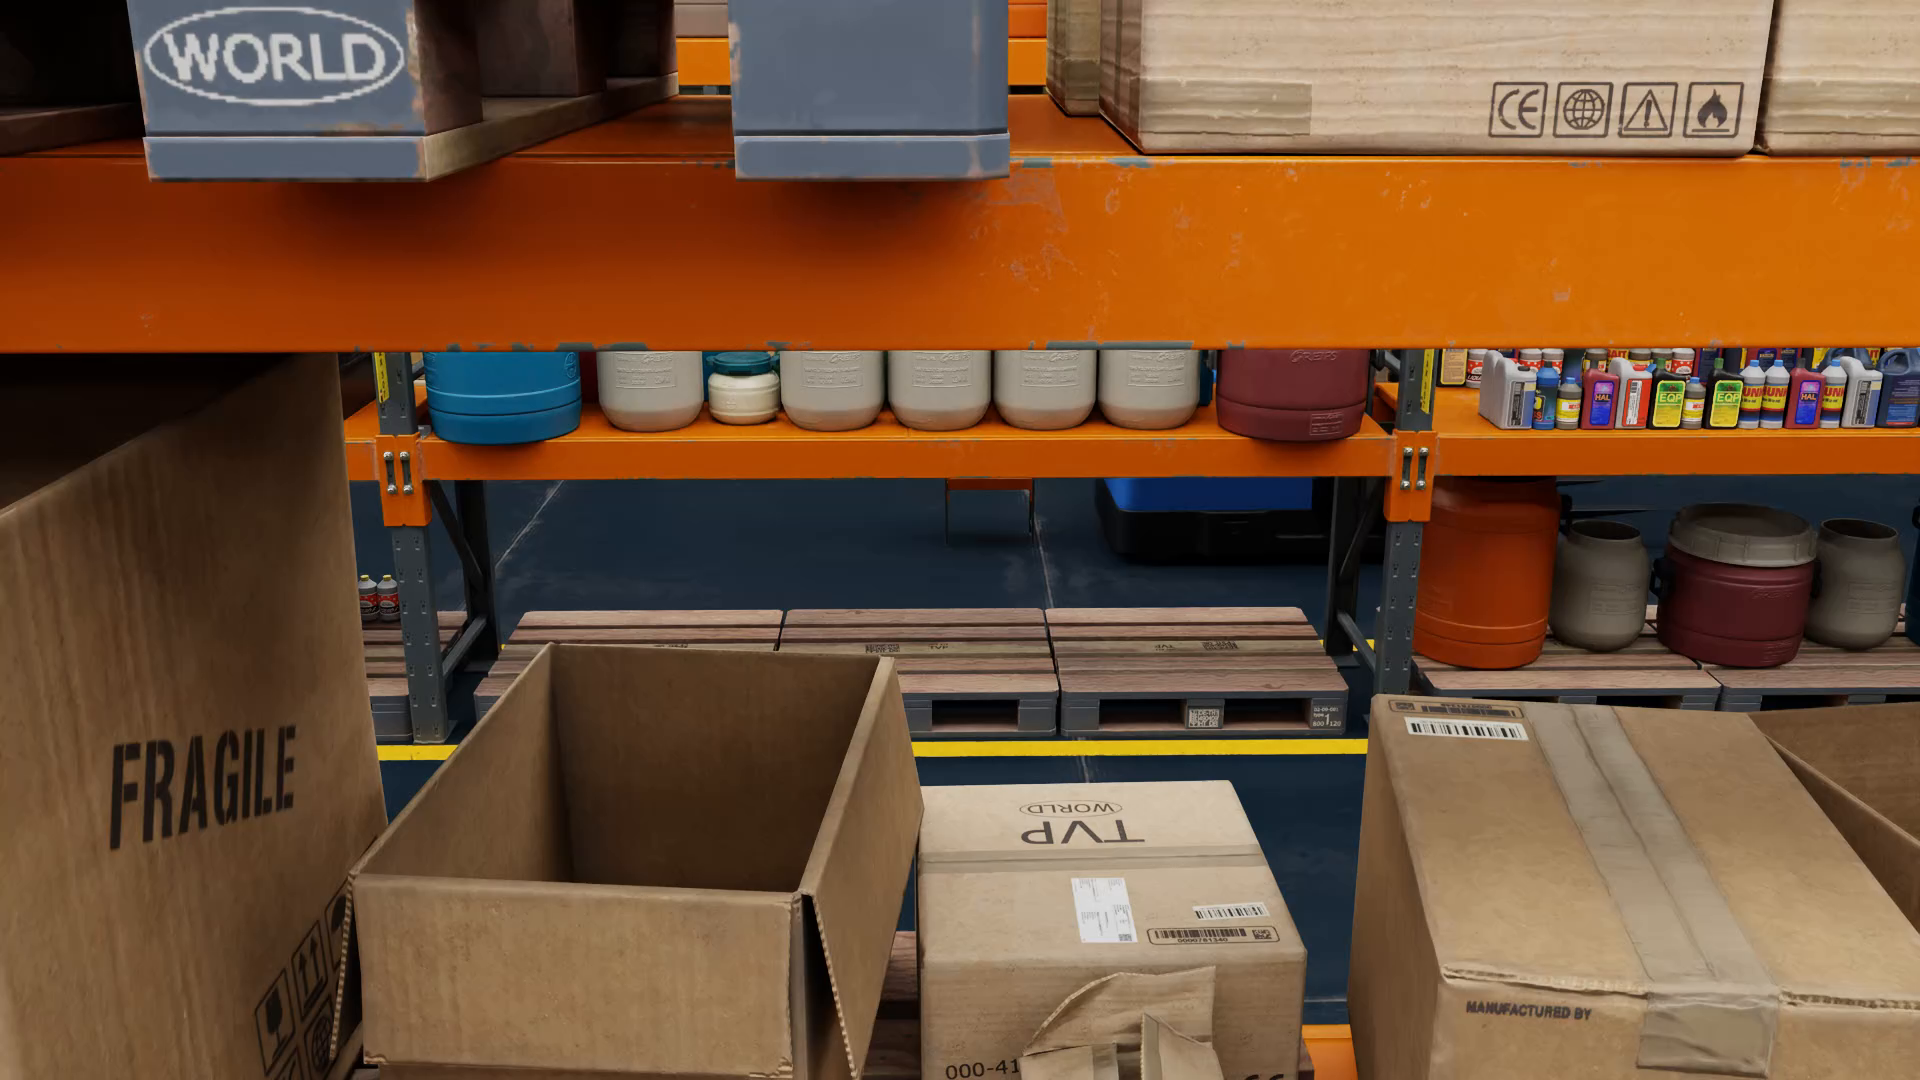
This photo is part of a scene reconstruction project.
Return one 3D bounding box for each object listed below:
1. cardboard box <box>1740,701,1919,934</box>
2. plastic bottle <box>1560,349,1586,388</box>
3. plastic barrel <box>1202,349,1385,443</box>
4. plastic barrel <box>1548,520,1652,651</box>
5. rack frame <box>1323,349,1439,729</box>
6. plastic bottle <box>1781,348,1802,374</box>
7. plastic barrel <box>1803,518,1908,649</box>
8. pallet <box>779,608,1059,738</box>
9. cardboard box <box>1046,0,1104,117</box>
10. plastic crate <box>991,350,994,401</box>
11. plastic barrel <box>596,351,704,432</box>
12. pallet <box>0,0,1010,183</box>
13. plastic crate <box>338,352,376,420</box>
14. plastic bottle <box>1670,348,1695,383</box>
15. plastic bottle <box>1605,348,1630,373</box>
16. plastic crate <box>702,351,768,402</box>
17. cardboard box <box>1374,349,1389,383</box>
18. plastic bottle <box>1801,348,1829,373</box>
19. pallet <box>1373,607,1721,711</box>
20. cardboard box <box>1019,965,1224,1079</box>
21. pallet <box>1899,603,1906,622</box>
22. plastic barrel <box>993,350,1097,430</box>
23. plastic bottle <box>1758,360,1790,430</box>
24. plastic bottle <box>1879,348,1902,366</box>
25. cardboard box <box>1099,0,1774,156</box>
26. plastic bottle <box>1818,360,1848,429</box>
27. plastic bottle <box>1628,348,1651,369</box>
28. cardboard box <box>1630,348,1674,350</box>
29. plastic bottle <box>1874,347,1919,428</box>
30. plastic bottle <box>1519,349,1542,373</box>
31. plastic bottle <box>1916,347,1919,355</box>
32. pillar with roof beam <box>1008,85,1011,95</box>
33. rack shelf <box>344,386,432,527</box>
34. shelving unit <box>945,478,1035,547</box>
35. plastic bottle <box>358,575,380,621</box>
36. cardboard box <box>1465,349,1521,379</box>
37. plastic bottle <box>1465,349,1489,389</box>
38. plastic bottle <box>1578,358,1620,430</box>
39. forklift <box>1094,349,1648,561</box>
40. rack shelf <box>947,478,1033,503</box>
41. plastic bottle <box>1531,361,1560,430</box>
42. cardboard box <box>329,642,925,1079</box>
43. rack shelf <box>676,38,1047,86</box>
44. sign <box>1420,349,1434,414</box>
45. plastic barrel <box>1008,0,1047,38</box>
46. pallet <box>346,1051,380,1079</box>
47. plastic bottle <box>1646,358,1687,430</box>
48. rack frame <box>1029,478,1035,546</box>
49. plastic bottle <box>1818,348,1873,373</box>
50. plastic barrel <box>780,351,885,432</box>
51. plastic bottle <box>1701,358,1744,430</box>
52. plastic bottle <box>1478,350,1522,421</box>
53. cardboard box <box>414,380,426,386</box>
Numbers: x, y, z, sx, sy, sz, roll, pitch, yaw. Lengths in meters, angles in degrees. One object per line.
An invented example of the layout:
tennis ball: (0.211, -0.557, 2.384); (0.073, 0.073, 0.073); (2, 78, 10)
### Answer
cardboard box: (1.329, 0.532, 2.128); (0.500, 0.500, 0.500); (-2, 18, -8)
plastic bottle: (2.729, -0.816, 7.392); (0.097, 0.271, 0.097); (0, 18, 0)
plastic barrel: (1.331, -0.718, 6.653); (0.708, 0.536, 0.600); (0, 18, -1)
plastic barrel: (2.842, 0.199, 7.403); (0.421, 0.512, 0.421); (0, 18, 0)
rack frame: (1.790, -0.748, 6.969); (0.127, 3.000, 1.000); (0, 18, -1)
plastic bottle: (3.650, -0.813, 7.364); (0.133, 0.283, 0.061); (0, 18, -1)
plastic barrel: (3.971, 0.193, 7.419); (0.421, 0.512, 0.421); (0, 18, 0)
pallet: (-0.202, 0.576, 7.405); (1.213, 0.211, 1.003); (0, 18, -1)
cardboard box: (0.367, -0.660, 2.030); (0.500, 0.250, 0.500); (0, 18, 0)
plastic crate: (0.170, -0.864, 7.227); (0.583, 0.464, 0.402); (0, 18, -1)
plastic barrel: (-1.249, -0.731, 6.694); (0.433, 0.535, 0.433); (0, 18, 0)
pallet: (-0.475, -0.532, 1.691); (1.003, 0.211, 1.213); (0, 18, -1)
plastic crate: (-2.735, -0.736, 7.032); (0.504, 0.338, 0.767); (0, 18, -1)
plastic bottle: (3.216, -0.785, 7.410); (0.097, 0.201, 0.097); (0, 18, 0)
plastic bottle: (2.924, -0.817, 7.395); (0.097, 0.271, 0.097); (0, 18, 0)
plastic crate: (-1.111, -0.822, 7.225); (0.575, 0.384, 0.392); (0, 18, -1)
cardboard box: (2.699, -1.200, 11.748); (0.500, 0.500, 0.500); (-1, 18, -3)
plastic bottle: (3.809, -0.852, 7.374); (0.185, 0.351, 0.144); (0, 18, -1)
pallet: (2.578, 0.563, 7.447); (1.213, 0.211, 1.003); (0, 18, -1)
cardboard box: (0.205, 0.719, 1.928); (0.258, 0.266, 0.396); (-1, 18, -2)
pallet: (5.017, 0.551, 7.484); (1.213, 0.211, 1.003); (0, 18, -1)
plastic barrel: (0.344, -0.729, 6.727); (0.421, 0.512, 0.421); (0, 18, 0)
plastic bottle: (3.268, -0.587, 6.677); (0.097, 0.271, 0.097); (0, 18, 0)
plastic bottle: (4.163, -0.817, 7.387); (0.135, 0.276, 0.152); (0, 18, -1)
cardboard box: (0.399, -0.507, 1.553); (0.500, 0.250, 0.500); (0, 18, 1)
plastic bottle: (3.499, -0.588, 6.681); (0.097, 0.271, 0.097); (0, 18, 0)
plastic bottle: (3.021, -0.784, 7.407); (0.097, 0.201, 0.097); (0, 18, 0)
cardboard box: (4.732, -1.210, 11.781); (0.500, 0.500, 0.500); (0, 18, -1)
plastic bottle: (3.774, -0.634, 6.695); (0.185, 0.351, 0.144); (0, 18, -1)
plastic bottle: (2.534, -0.782, 7.400); (0.097, 0.201, 0.097); (0, 18, 0)
plastic bottle: (4.184, -0.744, 7.280); (0.097, 0.201, 0.097); (0, 18, 0)
pillar with roof beam: (0.388, -5.574, 12.191); (0.400, 9.000, 9.100); (0, 18, -1)
rack shelf: (-4.209, -0.377, 6.989); (4.000, 0.370, 1.077); (0, 18, -1)
shelving unit: (0.166, -0.572, 9.367); (0.503, 1.200, 0.258); (0, 18, -1)
plastic bottle: (-2.738, 0.263, 7.679); (0.097, 0.201, 0.097); (0, 18, 0)
cardboard box: (3.722, -1.204, 11.764); (0.500, 0.500, 0.500); (-1, 18, -3)
plastic bottle: (2.304, -0.781, 7.396); (0.097, 0.201, 0.097); (0, 18, 0)
plastic bottle: (2.557, -0.584, 6.648); (0.133, 0.283, 0.061); (0, 18, -1)
forklift: (2.340, -1.432, 9.212); (3.031, 2.935, 1.130); (-1, 18, -3)
rack shelf: (0.166, -0.319, 9.448); (0.480, 0.148, 0.258); (0, 18, -1)
plastic bottle: (2.344, -0.583, 6.664); (0.097, 0.271, 0.097); (0, 18, 0)
cardboard box: (-0.399, 0.498, 2.228); (0.637, 0.503, 0.797); (2, 18, 5)
rack shelf: (-0.210, -1.824, 6.591); (4.000, 0.370, 1.077); (0, 18, -1)
sign: (1.806, -0.658, 6.421); (0.005, 0.325, 0.100); (0, 18, -1)
plastic barrel: (0.312, -2.440, 6.630); (0.708, 0.830, 0.600); (0, 18, -1)
pallet: (-1.365, 0.916, 2.096); (1.213, 0.211, 1.003); (0, 18, -1)
plastic bottle: (2.825, -0.585, 6.652); (0.133, 0.283, 0.061); (0, 18, -1)
rack frame: (0.409, -0.573, 9.370); (0.015, 1.200, 0.240); (0, 18, -1)
plastic bottle: (3.637, -0.680, 6.838); (0.185, 0.351, 0.144); (0, 18, -1)
plastic barrel: (-0.516, -0.735, 6.705); (0.433, 0.535, 0.433); (0, 18, 0)
plastic bottle: (3.056, -0.586, 6.655); (0.133, 0.283, 0.061); (0, 18, -1)
plastic bottle: (2.225, -0.639, 6.832); (0.135, 0.276, 0.152); (0, 18, -1)
cardboard box: (-3.744, -1.057, 11.747); (0.500, 0.250, 0.500); (0, 18, -1)
